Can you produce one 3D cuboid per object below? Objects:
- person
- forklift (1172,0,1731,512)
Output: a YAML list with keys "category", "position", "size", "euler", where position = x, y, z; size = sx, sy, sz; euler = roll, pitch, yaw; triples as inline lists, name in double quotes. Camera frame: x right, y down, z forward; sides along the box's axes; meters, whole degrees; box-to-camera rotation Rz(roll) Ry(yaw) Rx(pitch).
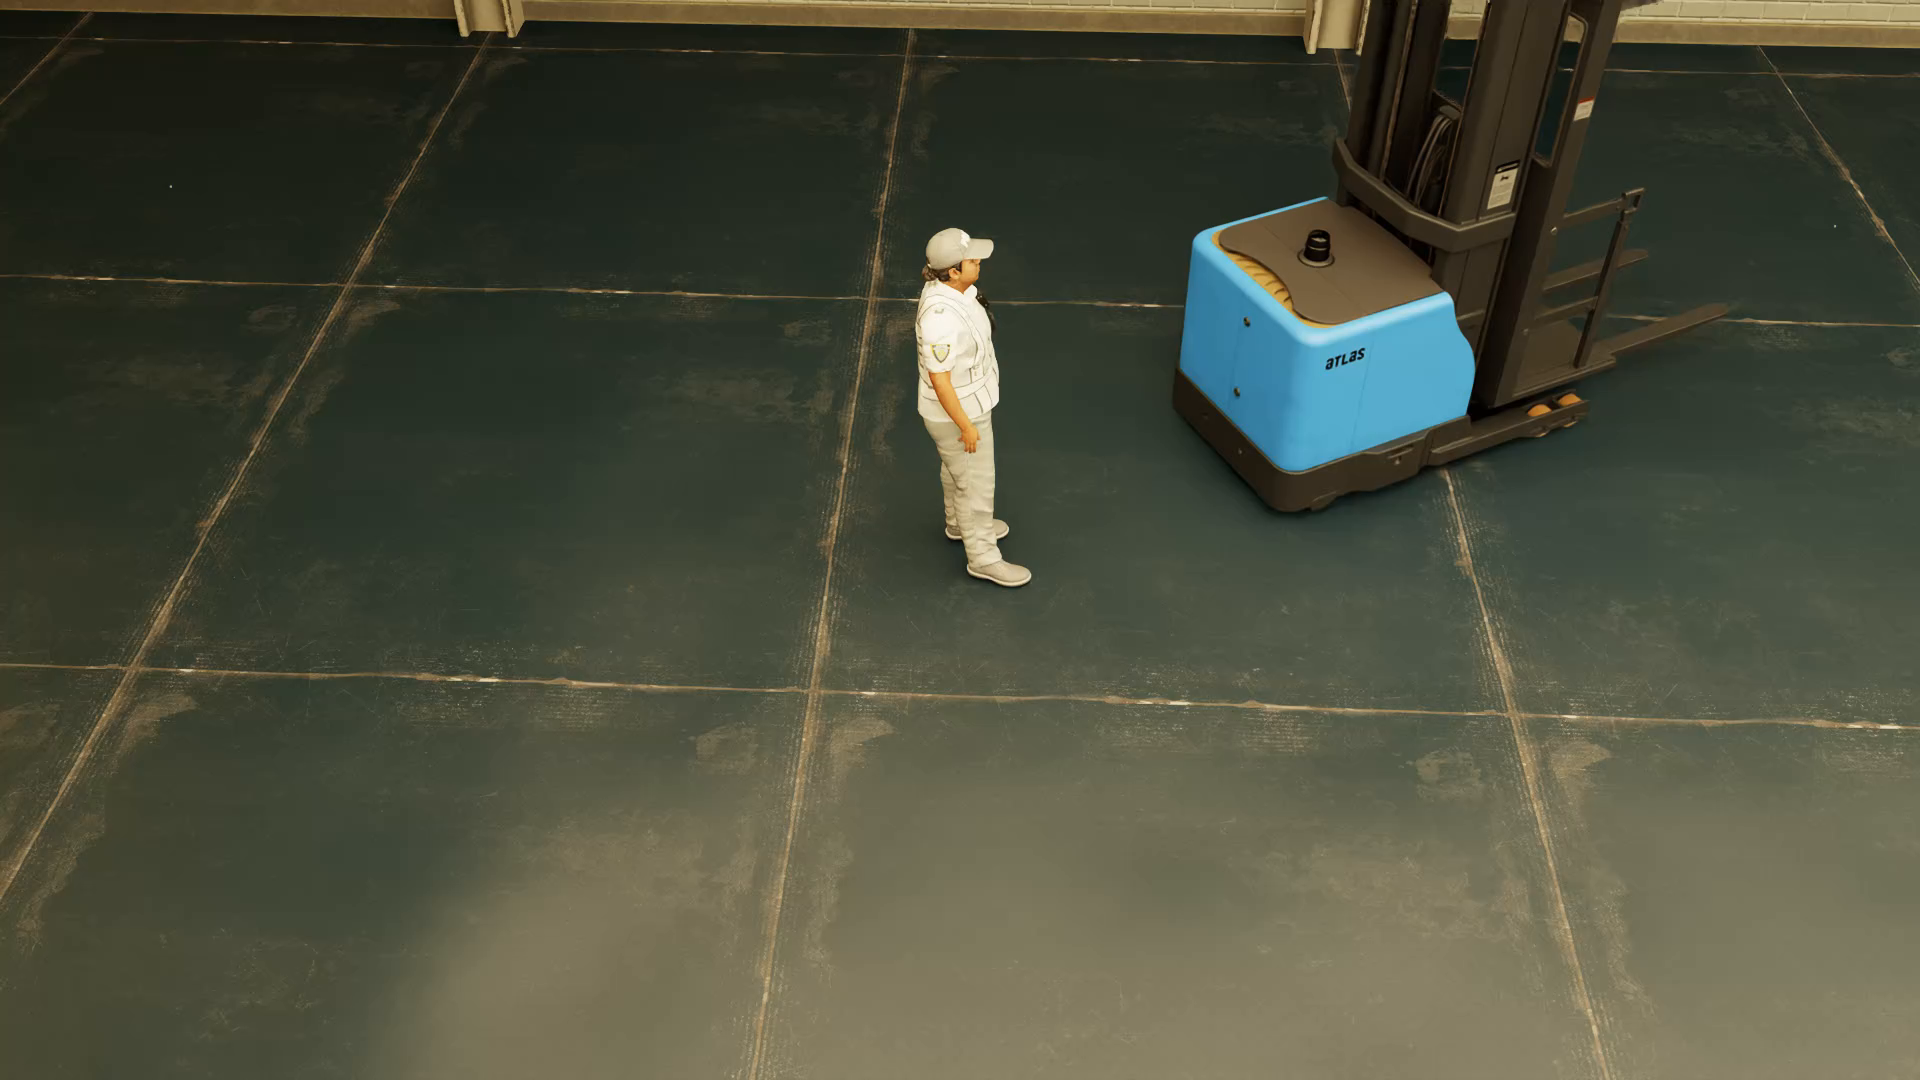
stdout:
- category: "person"
  position: [0.075, -0.603, 7.330]
  size: [0.529, 1.670, 0.597]
  euler: [2, 42, 2]
- category: "forklift"
  position: [2.649, -1.908, 7.832]
  size: [3.031, 2.935, 1.130]
  euler: [-18, 46, -19]
